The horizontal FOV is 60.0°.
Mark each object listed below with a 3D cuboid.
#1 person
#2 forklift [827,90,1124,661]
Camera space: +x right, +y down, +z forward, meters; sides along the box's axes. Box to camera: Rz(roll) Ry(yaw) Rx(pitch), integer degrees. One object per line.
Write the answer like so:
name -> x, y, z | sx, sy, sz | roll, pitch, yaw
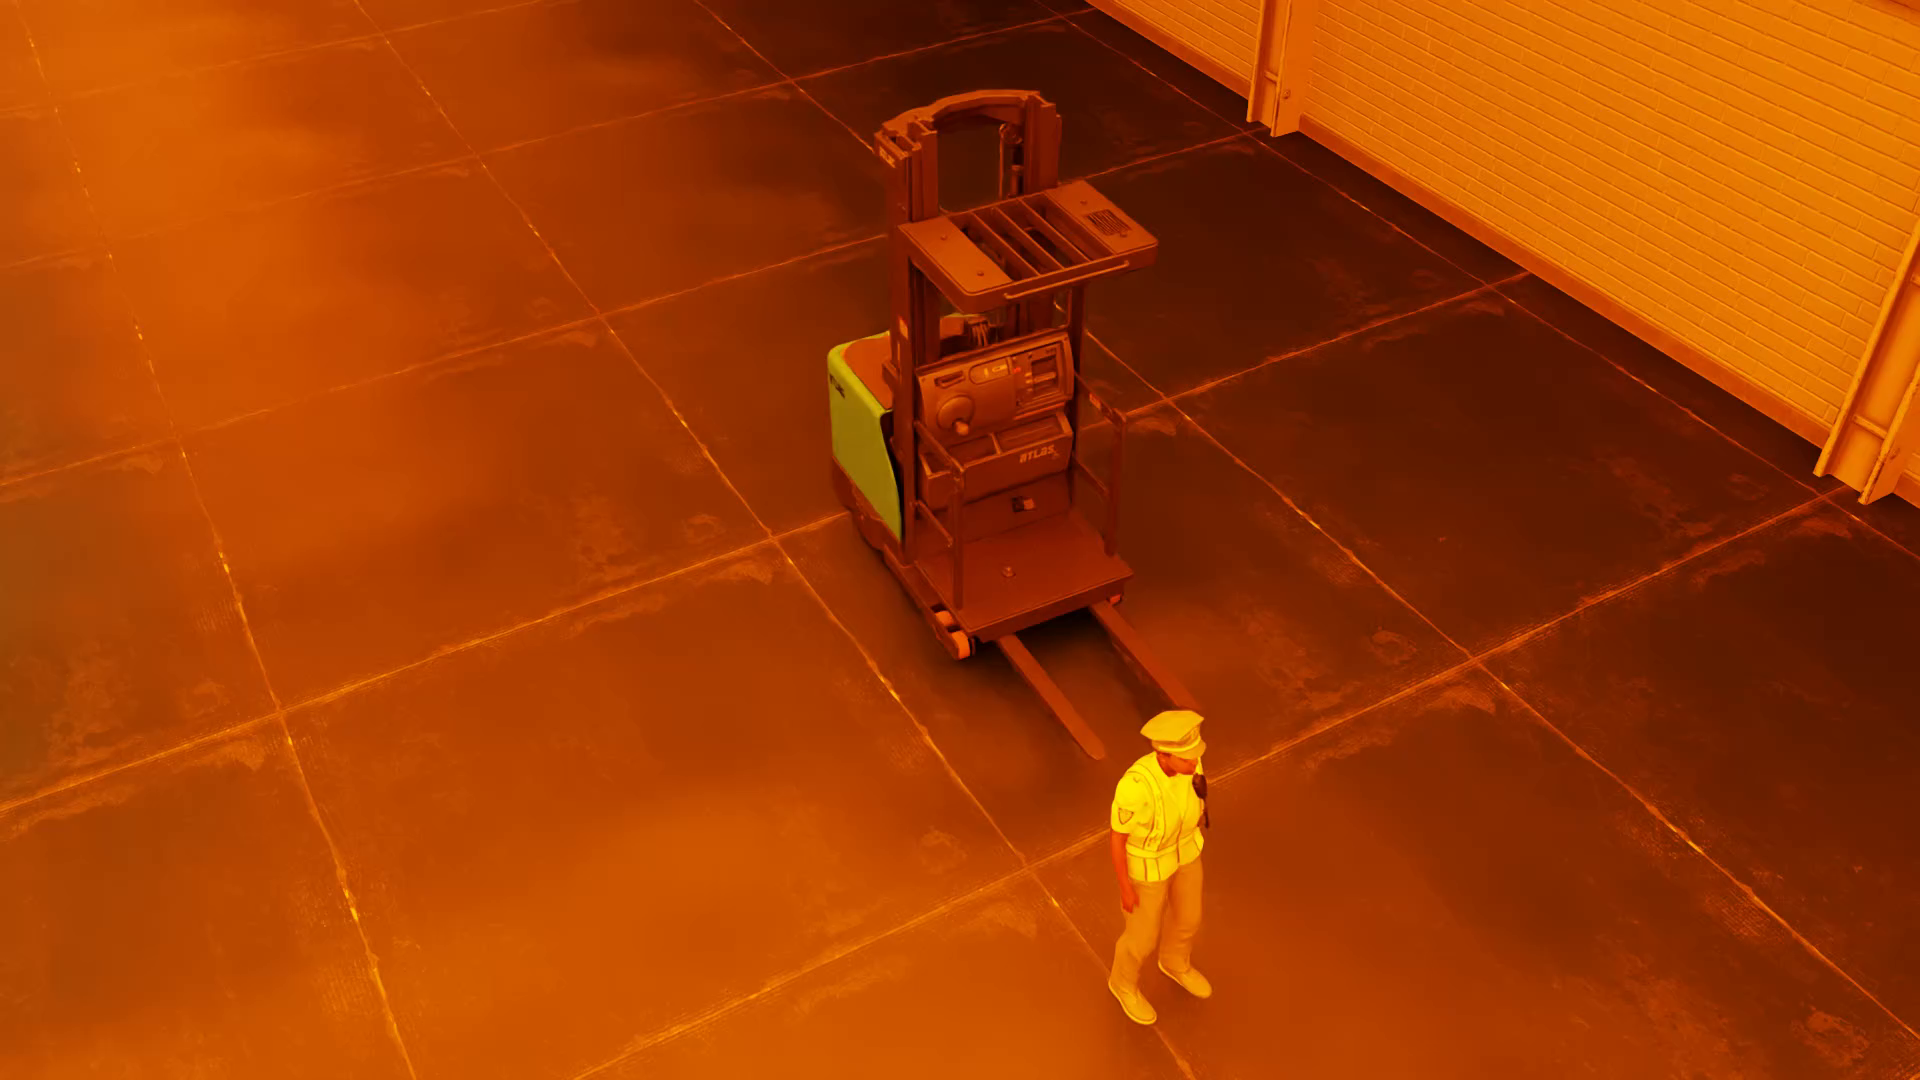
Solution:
person -> 0.880, 1.370, 7.305 | 0.489, 1.617, 0.350 | -25, 46, -27
forklift -> 0.305, -0.773, 8.968 | 1.130, 2.935, 3.031 | -18, 43, -21
